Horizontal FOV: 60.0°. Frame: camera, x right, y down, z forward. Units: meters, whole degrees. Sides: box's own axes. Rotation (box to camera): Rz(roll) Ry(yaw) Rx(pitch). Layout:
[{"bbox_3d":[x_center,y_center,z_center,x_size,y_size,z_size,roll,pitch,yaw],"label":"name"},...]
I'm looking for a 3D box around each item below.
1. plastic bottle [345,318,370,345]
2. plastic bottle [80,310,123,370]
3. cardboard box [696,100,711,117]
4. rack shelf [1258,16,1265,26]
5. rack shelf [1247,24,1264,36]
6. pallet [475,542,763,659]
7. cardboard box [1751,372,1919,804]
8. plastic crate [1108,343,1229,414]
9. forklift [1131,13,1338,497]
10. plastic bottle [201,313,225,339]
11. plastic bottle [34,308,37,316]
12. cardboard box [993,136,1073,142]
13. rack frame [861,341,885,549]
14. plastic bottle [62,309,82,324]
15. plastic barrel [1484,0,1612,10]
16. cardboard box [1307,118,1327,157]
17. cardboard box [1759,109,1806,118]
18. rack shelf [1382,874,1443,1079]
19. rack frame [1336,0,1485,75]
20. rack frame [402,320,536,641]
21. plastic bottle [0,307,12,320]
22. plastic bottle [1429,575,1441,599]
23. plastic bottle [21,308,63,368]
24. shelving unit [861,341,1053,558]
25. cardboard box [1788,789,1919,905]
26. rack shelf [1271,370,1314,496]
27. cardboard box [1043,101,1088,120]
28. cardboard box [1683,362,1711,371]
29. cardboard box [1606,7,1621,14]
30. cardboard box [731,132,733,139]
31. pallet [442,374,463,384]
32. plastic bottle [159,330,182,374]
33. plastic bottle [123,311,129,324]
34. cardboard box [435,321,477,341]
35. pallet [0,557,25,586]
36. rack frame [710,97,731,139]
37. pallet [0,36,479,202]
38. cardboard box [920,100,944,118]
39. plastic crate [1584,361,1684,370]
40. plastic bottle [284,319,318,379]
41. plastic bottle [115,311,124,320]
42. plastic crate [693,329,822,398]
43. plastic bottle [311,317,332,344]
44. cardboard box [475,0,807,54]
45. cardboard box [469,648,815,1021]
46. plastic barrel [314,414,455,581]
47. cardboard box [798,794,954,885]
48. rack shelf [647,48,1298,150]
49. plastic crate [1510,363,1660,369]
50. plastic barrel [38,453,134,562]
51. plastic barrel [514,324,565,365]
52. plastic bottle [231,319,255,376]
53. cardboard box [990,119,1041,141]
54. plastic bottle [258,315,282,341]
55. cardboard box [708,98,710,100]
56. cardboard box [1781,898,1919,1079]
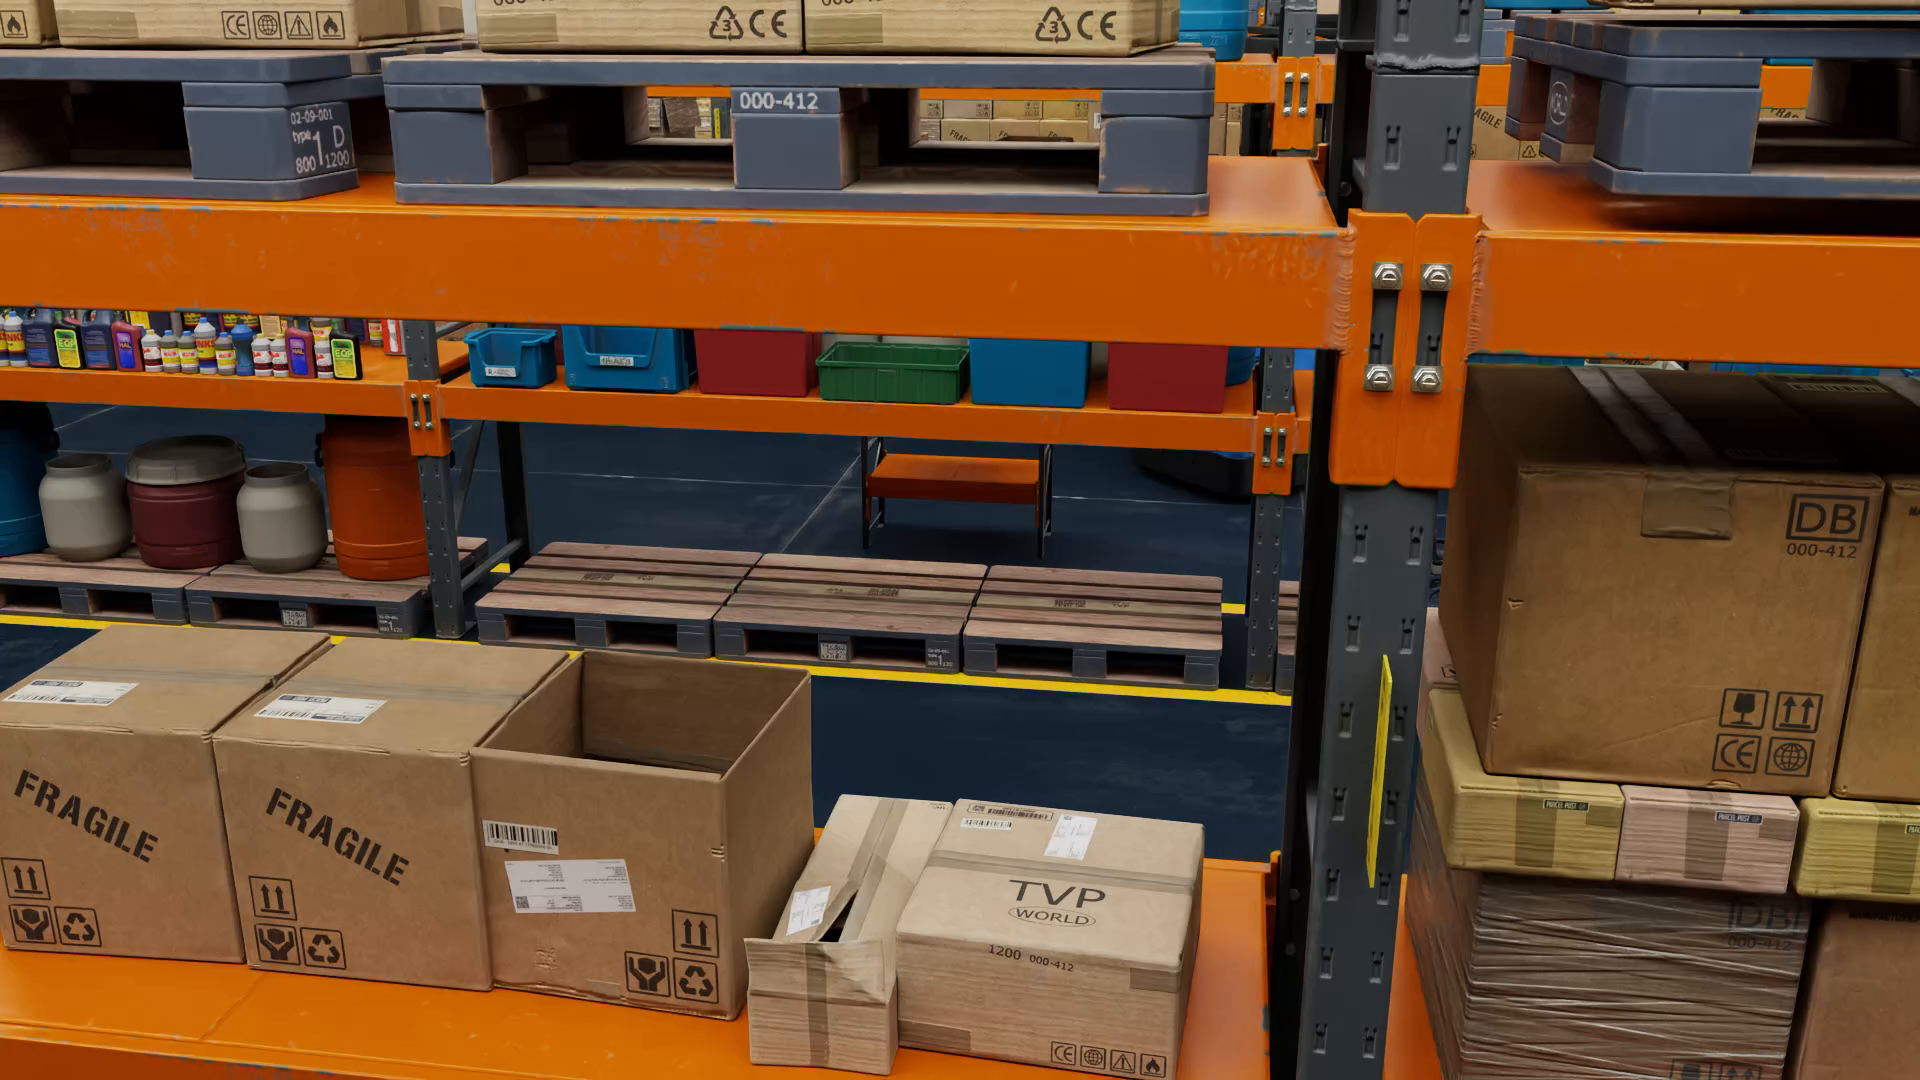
[{"bbox_3d":[-3.177,-1.179,8.782,0.133,0.283,0.061,3,19,9],"label":"plastic bottle"},{"bbox_3d":[-4.230,-1.022,8.208,0.185,0.351,0.144,3,19,9],"label":"plastic bottle"},{"bbox_3d":[-2.645,-4.489,17.290,0.250,0.149,0.380,4,19,11],"label":"cardboard box"},{"bbox_3d":[1.163,-5.161,16.907,4.000,0.370,1.077,3,19,9],"label":"rack shelf"},{"bbox_3d":[0.276,-3.612,12.278,4.000,0.370,1.077,3,19,9],"label":"rack shelf"},{"bbox_3d":[-1.725,0.294,8.593,1.213,0.211,1.003,3,19,9],"label":"pallet"},{"bbox_3d":[1.614,0.056,2.707,0.500,0.500,0.700,3,19,9],"label":"cardboard box"},{"bbox_3d":[0.939,-0.838,7.478,0.583,0.464,0.402,3,19,9],"label":"plastic crate"},{"bbox_3d":[2.649,-1.996,11.149,3.031,2.935,1.130,-12,22,-33],"label":"forklift"},{"bbox_3d":[-3.994,-1.220,8.906,0.133,0.283,0.061,3,19,9],"label":"plastic bottle"},{"bbox_3d":[-5.001,-1.253,9.017,0.135,0.276,0.152,3,19,9],"label":"plastic bottle"},{"bbox_3d":[0.525,-2.737,12.431,0.637,0.503,0.797,5,19,14],"label":"cardboard box"},{"bbox_3d":[-0.509,-0.559,9.702,0.032,1.125,0.500,3,19,9],"label":"rack frame"},{"bbox_3d":[-4.384,-1.004,8.260,0.133,0.283,0.061,3,19,9],"label":"plastic bottle"},{"bbox_3d":[2.431,-2.654,6.830,0.708,0.901,0.600,3,19,9],"label":"plastic barrel"},{"bbox_3d":[2.655,-2.991,11.812,0.500,0.500,0.500,3,19,9],"label":"cardboard box"},{"bbox_3d":[5.618,-2.842,11.367,0.500,0.500,0.500,3,19,9],"label":"cardboard box"},{"bbox_3d":[2.651,1.115,2.878,4.000,0.370,1.077,3,19,9],"label":"rack shelf"},{"bbox_3d":[0.676,-2.172,2.113,0.127,3.000,1.000,3,19,9],"label":"rack frame"},{"bbox_3d":[-2.484,-1.080,8.303,0.127,3.000,1.000,3,19,9],"label":"rack frame"},{"bbox_3d":[-5.136,-1.218,8.919,0.097,0.271,0.097,0,18,0],"label":"plastic bottle"},{"bbox_3d":[2.219,0.294,7.677,0.185,0.351,0.144,3,19,9],"label":"plastic bottle"},{"bbox_3d":[-4.544,-1.038,8.255,0.185,0.351,0.144,3,19,9],"label":"plastic bottle"},{"bbox_3d":[-0.007,-0.534,9.626,1.048,1.125,0.538,3,19,9],"label":"shelving unit"},{"bbox_3d":[1.414,0.417,2.649,0.250,0.149,0.380,2,19,7],"label":"cardboard box"},{"bbox_3d":[3.440,-0.437,7.515,4.000,0.370,1.077,3,19,9],"label":"rack shelf"},{"bbox_3d":[1.141,-4.601,17.092,0.500,0.500,0.700,3,19,8],"label":"cardboard box"},{"bbox_3d":[5.587,-1.279,12.177,0.500,0.500,0.500,7,20,19],"label":"cardboard box"},{"bbox_3d":[4.189,-3.601,11.348,0.500,0.250,0.500,3,19,8],"label":"cardboard box"},{"bbox_3d":[-2.382,-4.194,17.344,0.250,0.149,0.380,2,19,6],"label":"cardboard box"},{"bbox_3d":[-3.666,-1.435,13.758,1.213,0.211,1.003,3,19,9],"label":"pallet"},{"bbox_3d":[-3.867,-0.925,8.153,0.097,0.201,0.097,0,18,0],"label":"plastic bottle"},{"bbox_3d":[-4.386,-1.259,8.915,0.185,0.351,0.144,3,19,9],"label":"plastic bottle"},{"bbox_3d":[-4.130,-1.954,13.602,0.875,0.875,1.225,2,19,7],"label":"cardboard box"},{"bbox_3d":[-5.678,0.093,9.193,1.213,0.211,1.003,3,19,9],"label":"pallet"},{"bbox_3d":[-1.698,-2.632,12.941,0.127,3.000,1.000,3,19,9],"label":"rack frame"},{"bbox_3d":[-1.484,-0.800,3.036,1.213,0.211,1.003,4,19,11],"label":"pallet"},{"bbox_3d":[-0.370,-4.676,17.319,0.500,0.500,0.700,3,19,8],"label":"cardboard box"},{"bbox_3d":[3.109,-0.751,7.737,0.437,0.136,0.530,3,19,9],"label":"plastic crate"},{"bbox_3d":[-3.179,-0.923,8.018,0.133,0.283,0.061,3,19,9],"label":"plastic bottle"},{"bbox_3d":[-4.531,-1.216,8.914,0.097,0.271,0.097,0,18,0],"label":"plastic bottle"},{"bbox_3d":[-0.937,-0.933,7.764,0.583,0.464,0.402,3,19,9],"label":"plastic crate"},{"bbox_3d":[-3.318,-1.092,8.653,0.097,0.201,0.097,0,18,0],"label":"plastic bottle"},{"bbox_3d":[-0.473,-0.938,2.727,0.500,0.250,0.500,1,19,3],"label":"cardboard box"},{"bbox_3d":[-0.600,0.555,3.259,0.500,0.500,0.500,4,19,13],"label":"cardboard box"},{"bbox_3d":[-2.970,-0.269,8.639,0.708,0.830,0.600,3,19,9],"label":"plastic barrel"},{"bbox_3d":[-0.166,0.683,3.429,0.250,0.149,0.380,3,19,9],"label":"cardboard box"},{"bbox_3d":[-0.509,-2.061,7.641,4.000,0.370,1.077,3,19,9],"label":"rack shelf"},{"bbox_3d":[2.761,-0.621,7.267,0.662,0.188,0.450,3,19,9],"label":"plastic crate"},{"bbox_3d":[-4.656,-0.176,8.860,0.421,0.512,0.421,0,18,0],"label":"plastic barrel"},{"bbox_3d":[-1.978,-1.216,8.496,0.708,0.536,0.600,3,19,9],"label":"plastic barrel"},{"bbox_3d":[-3.482,-0.939,8.084,0.097,0.271,0.097,0,18,0],"label":"plastic bottle"},{"bbox_3d":[0.589,-4.071,17.084,0.500,0.500,0.500,3,19,9],"label":"cardboard box"},{"bbox_3d":[-3.670,-1.204,8.857,0.133,0.283,0.061,3,19,9],"label":"plastic bottle"},{"bbox_3d":[-2.535,-4.692,17.896,0.250,0.149,0.380,3,19,10],"label":"cardboard box"},{"bbox_3d":[1.637,0.670,2.914,0.500,0.500,0.700,3,19,8],"label":"cardboard box"}]
